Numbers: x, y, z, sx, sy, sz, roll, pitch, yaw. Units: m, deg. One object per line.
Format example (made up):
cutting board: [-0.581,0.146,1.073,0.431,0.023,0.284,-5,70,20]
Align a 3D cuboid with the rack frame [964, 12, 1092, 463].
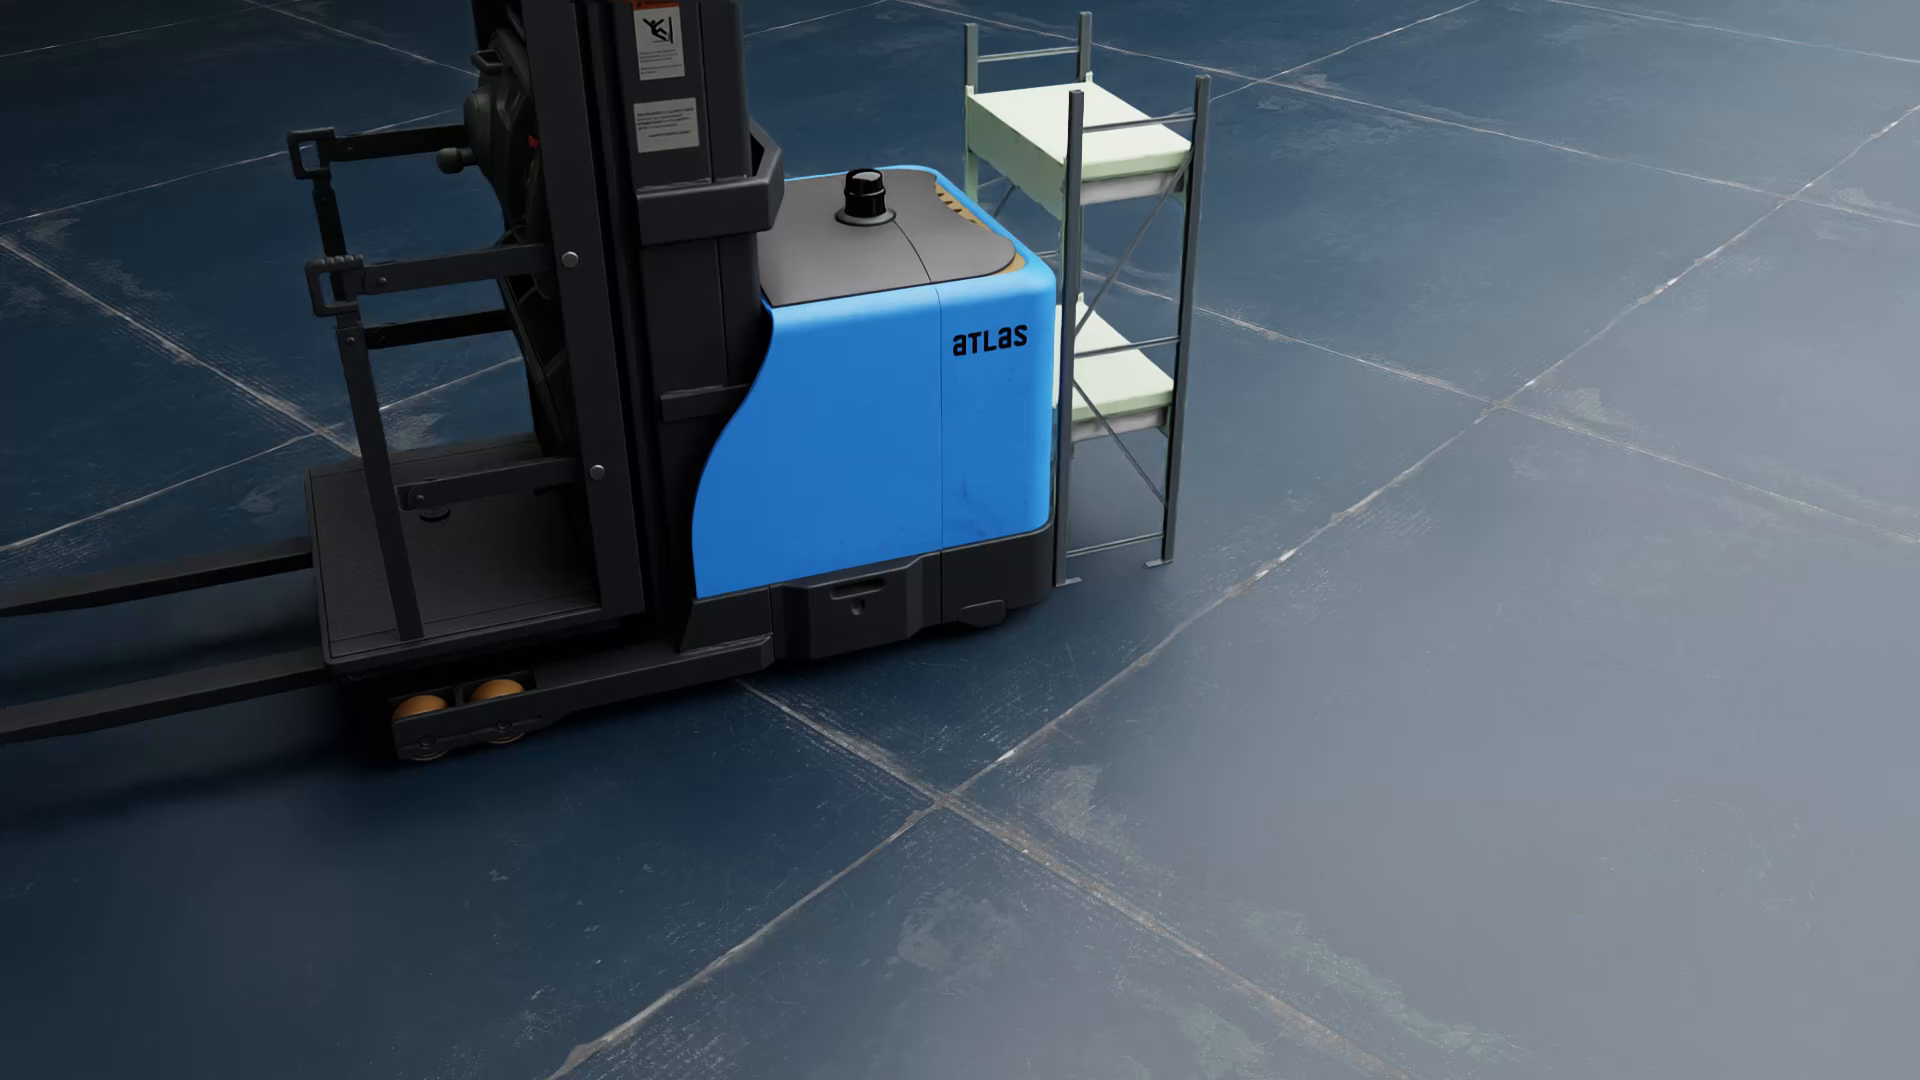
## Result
rack frame: [0.202,-0.891,5.276,0.400,1.500,0.023,-11,33,-18]

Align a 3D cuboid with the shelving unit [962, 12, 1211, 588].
shelving unit: [0.335,-0.715,4.984,0.431,1.500,0.755,-11,33,-18]

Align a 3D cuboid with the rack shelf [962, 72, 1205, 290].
rack shelf: [0.335,-1.049,4.782,0.431,0.370,0.720,-11,33,-18]

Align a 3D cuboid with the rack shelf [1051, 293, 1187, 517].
rack shelf: [0.335,-0.436,5.152,0.431,0.370,0.720,-11,33,-18]

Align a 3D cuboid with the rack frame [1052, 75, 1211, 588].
rack frame: [0.468,-0.539,4.692,0.400,1.500,0.023,-11,33,-18]

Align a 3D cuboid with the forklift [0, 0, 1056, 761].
forklift: [-1.302,-0.994,4.059,3.031,2.935,1.130,-11,33,-18]
